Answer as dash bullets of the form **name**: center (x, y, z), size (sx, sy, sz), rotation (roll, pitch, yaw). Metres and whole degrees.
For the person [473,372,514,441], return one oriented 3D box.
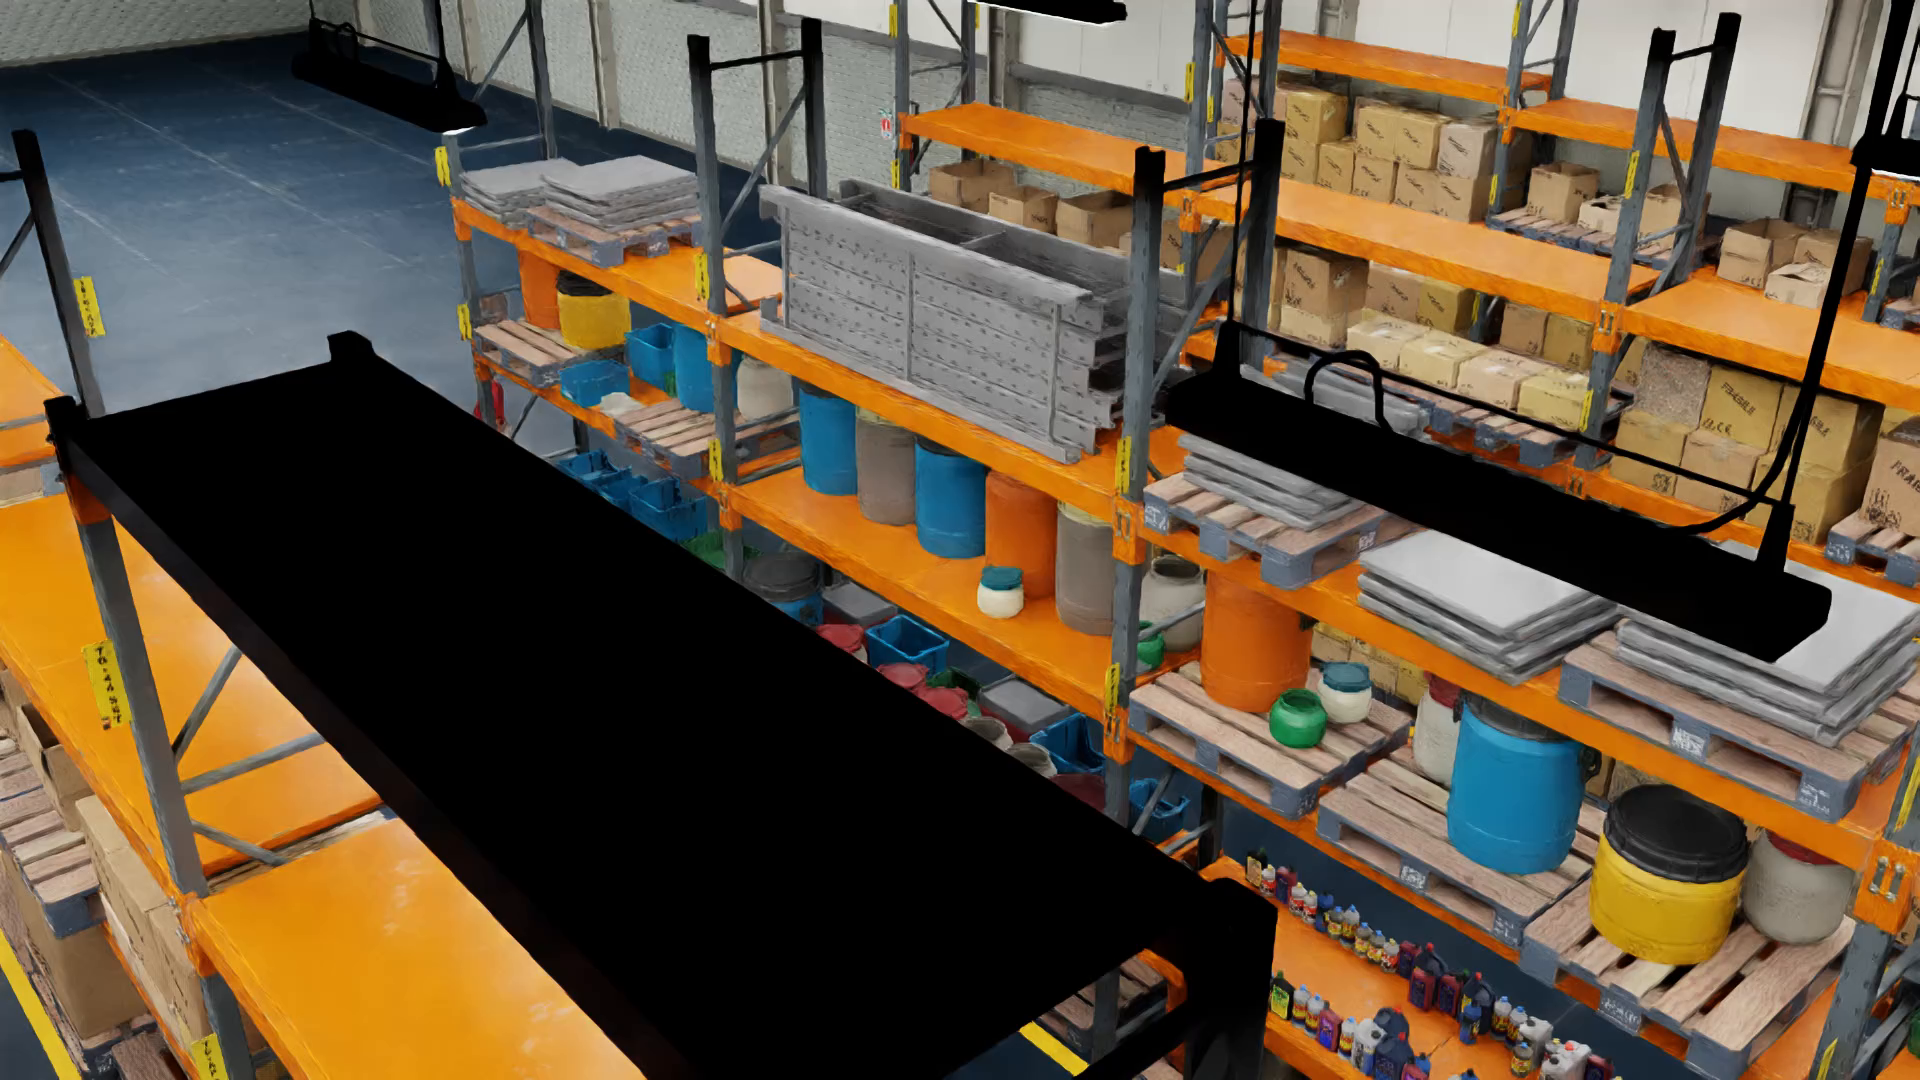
- **person**: center (-4.967, -1.058, 17.736), size (0.582, 1.719, 0.772), rotation (-2, 27, -4)
